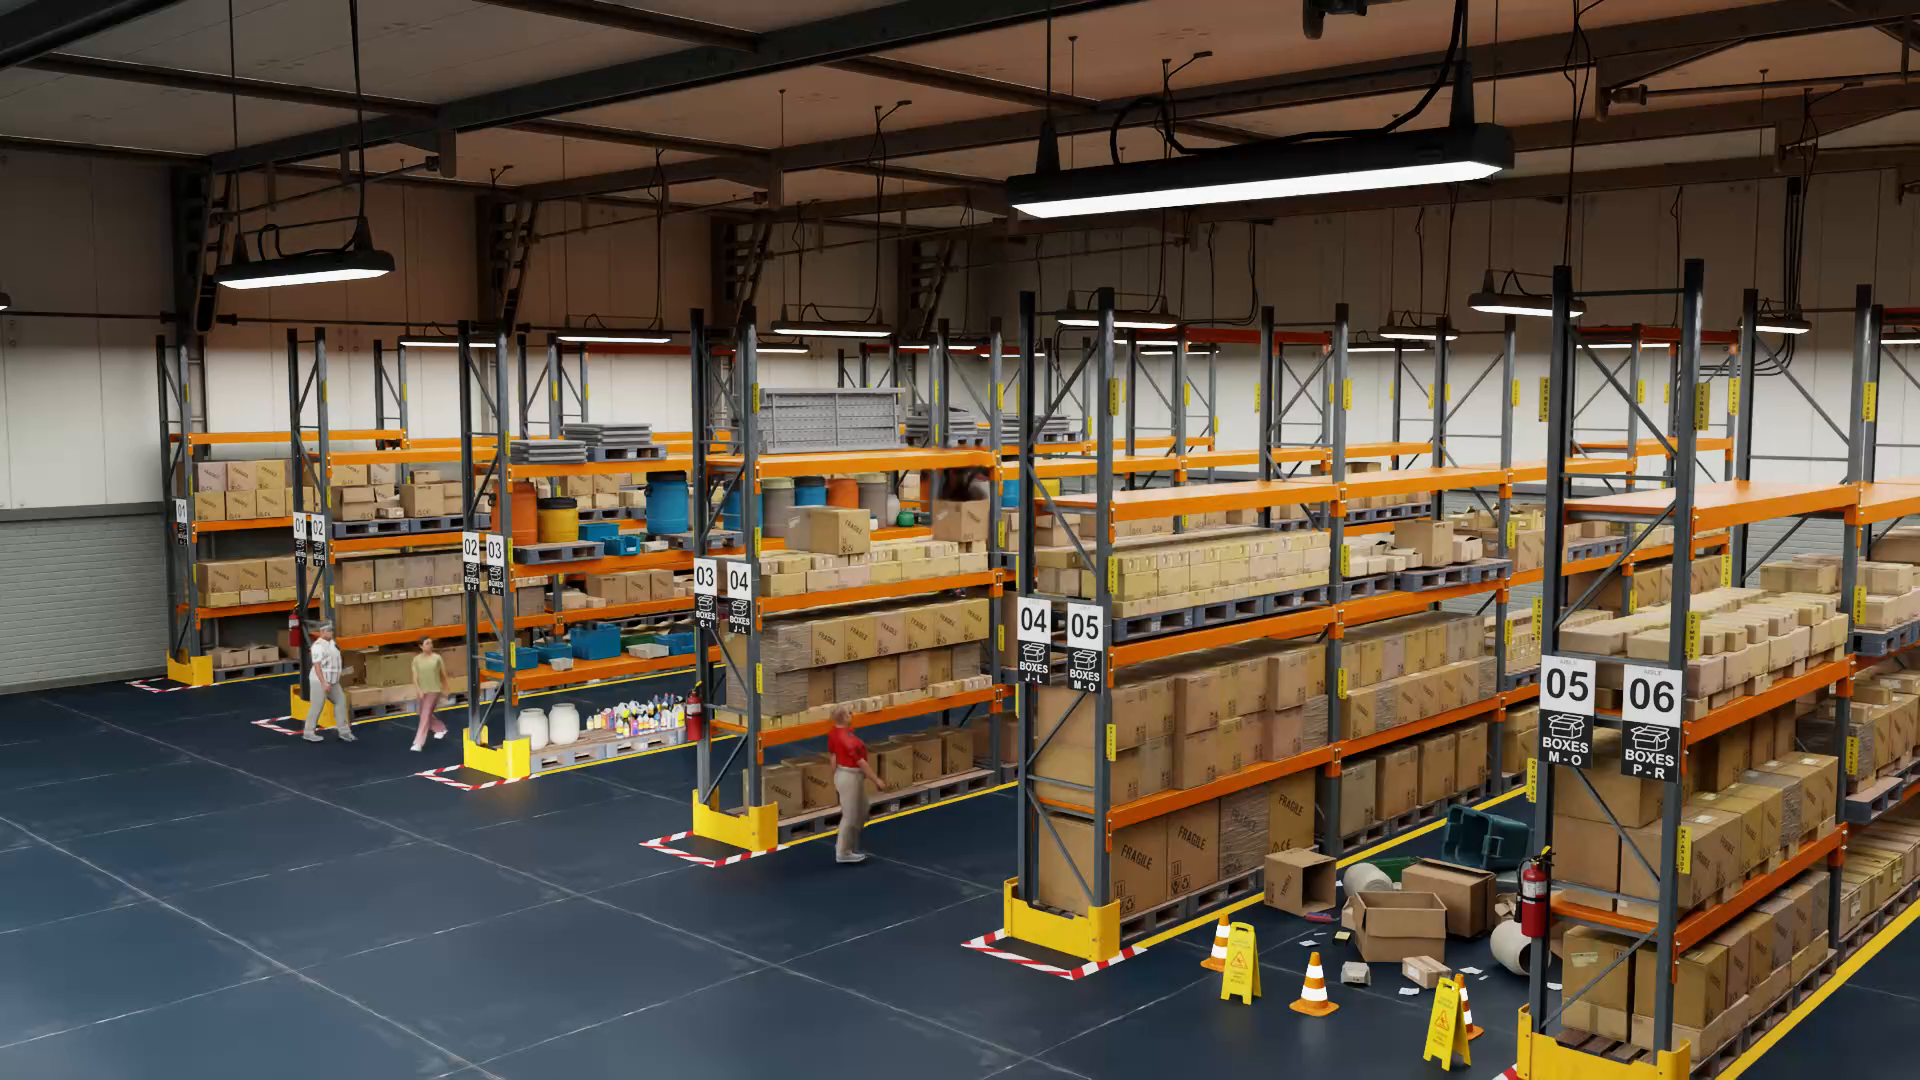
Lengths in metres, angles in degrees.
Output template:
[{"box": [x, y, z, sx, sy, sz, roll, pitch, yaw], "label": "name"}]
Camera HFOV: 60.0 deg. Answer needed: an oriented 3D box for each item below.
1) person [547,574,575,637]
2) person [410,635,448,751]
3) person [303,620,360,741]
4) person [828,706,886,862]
[{"box": [-7.312, 1.455, 30.532, 0.676, 1.674, 1.045, 5, 7, 41], "label": "person"}, {"box": [-7.577, 2.156, 23.588, 0.414, 1.597, 1.010, 1, 6, 13], "label": "person"}, {"box": [-9.112, 2.064, 24.016, 0.772, 1.807, 0.601, 1, 5, 7], "label": "person"}, {"box": [-1.114, 2.662, 17.974, 0.573, 1.794, 0.608, -1, 6, -15], "label": "person"}]
